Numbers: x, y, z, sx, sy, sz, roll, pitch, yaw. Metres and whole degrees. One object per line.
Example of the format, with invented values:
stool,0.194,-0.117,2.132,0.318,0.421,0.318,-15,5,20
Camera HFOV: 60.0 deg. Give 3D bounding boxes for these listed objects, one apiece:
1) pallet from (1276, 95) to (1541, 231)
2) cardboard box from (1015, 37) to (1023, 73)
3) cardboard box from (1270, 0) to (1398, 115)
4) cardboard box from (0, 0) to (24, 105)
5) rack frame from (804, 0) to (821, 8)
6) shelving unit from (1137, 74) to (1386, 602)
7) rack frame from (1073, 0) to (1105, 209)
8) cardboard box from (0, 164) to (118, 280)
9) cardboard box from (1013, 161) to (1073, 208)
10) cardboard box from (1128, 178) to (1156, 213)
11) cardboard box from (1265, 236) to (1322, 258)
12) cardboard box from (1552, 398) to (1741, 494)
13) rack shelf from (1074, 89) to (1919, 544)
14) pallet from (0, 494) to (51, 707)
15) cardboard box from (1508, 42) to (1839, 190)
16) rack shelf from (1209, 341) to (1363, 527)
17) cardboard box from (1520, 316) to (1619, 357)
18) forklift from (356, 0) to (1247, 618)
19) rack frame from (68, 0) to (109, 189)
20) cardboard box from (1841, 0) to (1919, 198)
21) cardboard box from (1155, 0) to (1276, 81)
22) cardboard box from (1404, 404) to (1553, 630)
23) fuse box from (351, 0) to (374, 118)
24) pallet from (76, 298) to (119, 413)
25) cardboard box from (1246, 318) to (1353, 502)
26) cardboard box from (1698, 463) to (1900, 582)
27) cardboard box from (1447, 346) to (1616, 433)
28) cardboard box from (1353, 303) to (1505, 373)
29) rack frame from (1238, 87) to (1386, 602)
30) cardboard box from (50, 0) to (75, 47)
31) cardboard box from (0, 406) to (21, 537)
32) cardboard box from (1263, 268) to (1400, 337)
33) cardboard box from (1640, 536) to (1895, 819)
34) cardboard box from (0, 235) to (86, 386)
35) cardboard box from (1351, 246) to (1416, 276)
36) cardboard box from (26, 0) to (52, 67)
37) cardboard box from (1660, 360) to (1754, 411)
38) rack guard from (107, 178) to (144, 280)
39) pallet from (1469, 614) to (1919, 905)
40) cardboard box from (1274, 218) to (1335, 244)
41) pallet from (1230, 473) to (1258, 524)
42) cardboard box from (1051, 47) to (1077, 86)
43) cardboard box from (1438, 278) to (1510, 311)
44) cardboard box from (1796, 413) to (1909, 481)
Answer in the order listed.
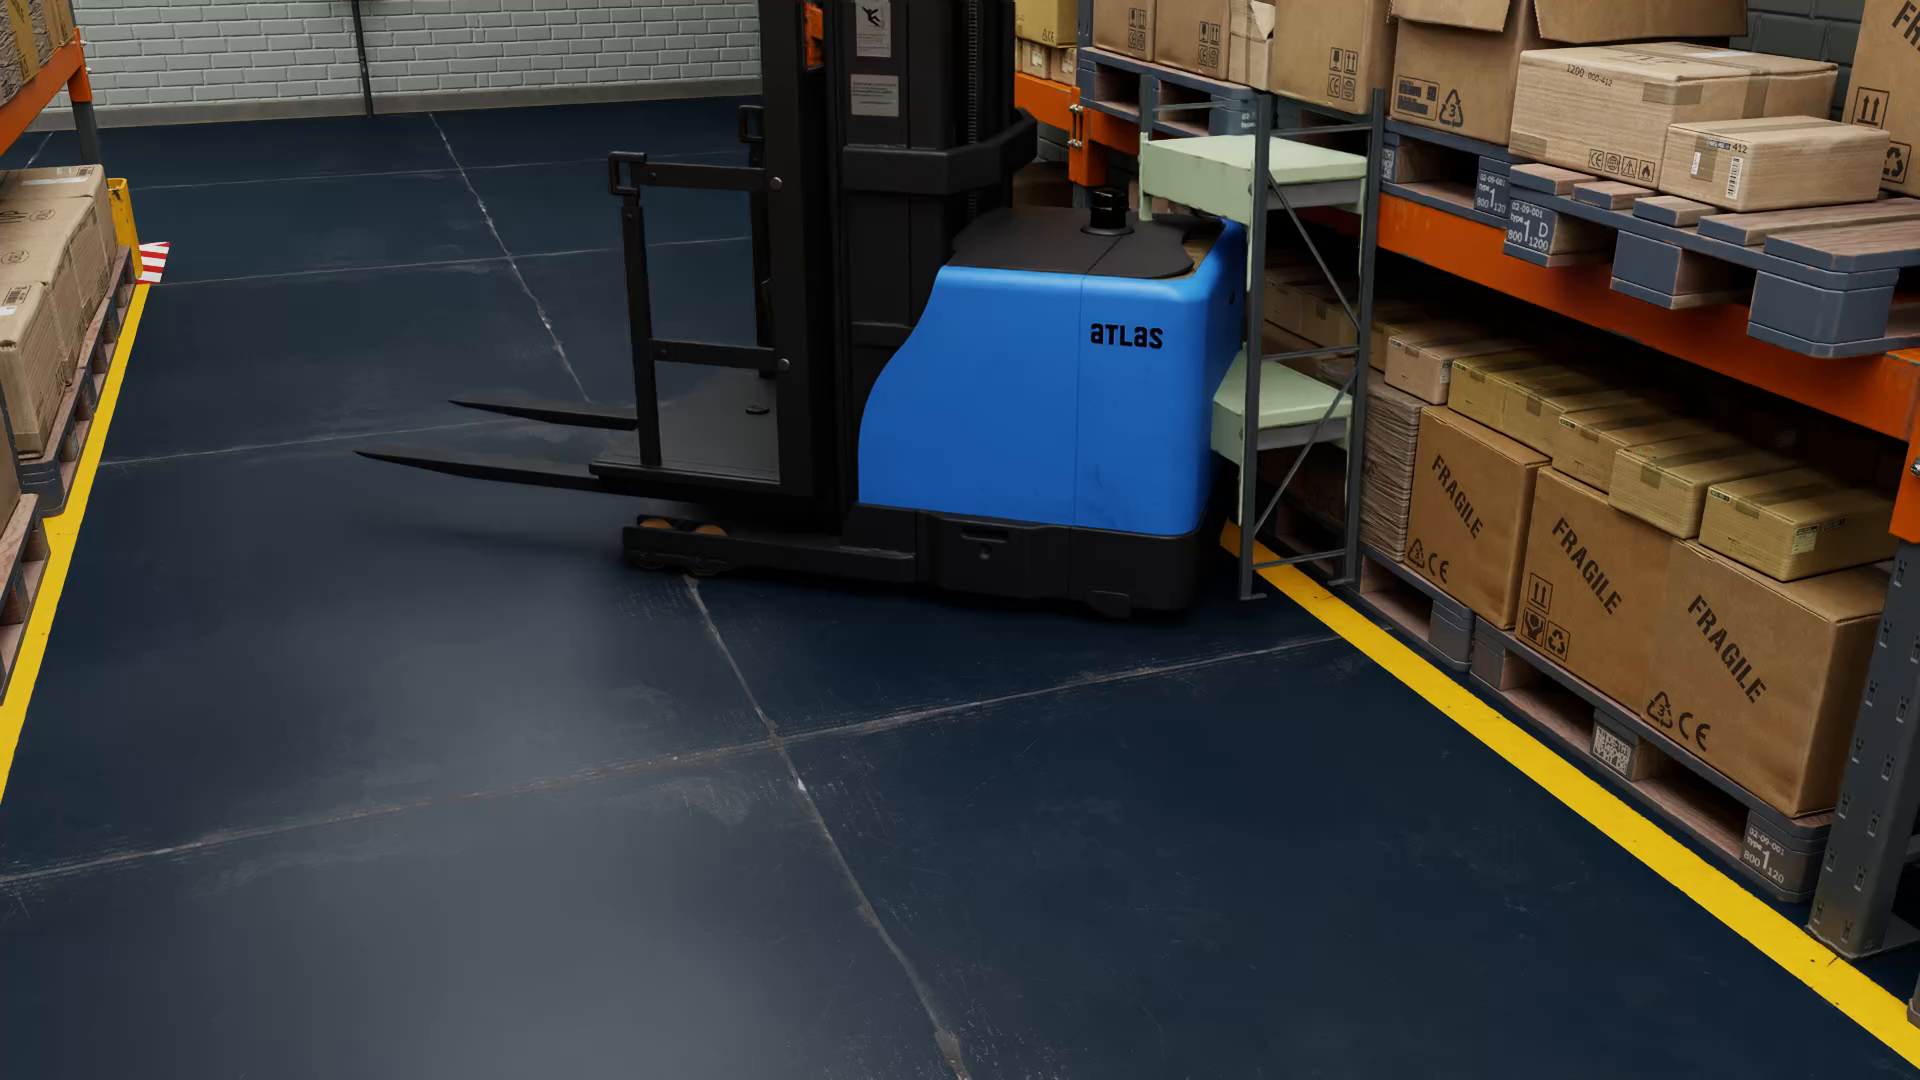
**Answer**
pallet,1.670,-1.177,4.928,1.003,0.211,1.213,-8,24,-19
cardboard box,0.373,-2.161,7.339,0.380,0.149,0.250,-8,24,-18
cardboard box,1.370,-1.573,4.950,0.700,0.500,0.500,-8,24,-19
cardboard box,-3.958,-1.948,6.381,0.500,0.500,0.500,-8,24,-19
rack frame,-0.465,-3.466,10.112,1.000,3.000,0.127,-8,24,-19
shelving unit,0.899,-0.663,5.209,0.431,1.500,0.755,-9,22,-18
rack frame,0.948,-2.013,6.664,1.000,3.000,0.127,-8,24,-19
cardboard box,-4.780,-1.571,8.373,0.875,0.438,0.875,-9,25,-21
cardboard box,0.295,-1.580,8.313,0.700,0.500,0.500,-9,25,-21
cardboard box,0.883,-1.332,6.508,0.380,0.149,0.250,-9,24,-20
cardboard box,1.098,-1.005,6.115,0.380,0.149,0.250,-10,25,-22
cardboard box,1.773,-0.241,4.303,0.380,0.149,0.250,-9,25,-21
rack shelf,1.655,-0.955,5.079,1.077,0.370,4.000,-8,24,-19
pallet,-3.351,0.225,4.945,1.003,0.211,1.213,-8,24,-19
cardboard box,1.686,-1.023,3.967,0.500,0.250,0.500,-10,25,-21
rack shelf,0.907,-0.358,5.324,0.431,0.370,0.720,-9,22,-18
cardboard box,1.962,-0.595,5.142,0.380,0.149,0.250,-8,24,-19
forklift,-0.610,-1.420,5.345,3.031,2.935,1.130,6,24,15
rack frame,-5.107,-2.784,8.493,1.000,3.000,0.127,-8,24,-19
cardboard box,2.326,-1.008,3.609,0.500,0.500,0.500,-7,24,-17
cardboard box,1.093,-1.858,5.626,0.700,0.500,0.500,-8,24,-18
cardboard box,1.657,-0.098,4.799,0.500,0.500,0.500,-7,24,-17
fuse box,-5.104,-4.471,14.155,0.539,1.711,0.414,-8,24,-19
pallet,-4.324,-0.776,7.321,1.003,0.211,1.213,-8,24,-19
cardboard box,1.278,-0.474,5.690,0.500,0.500,0.500,-9,25,-21
cardboard box,1.950,-0.045,3.837,0.380,0.149,0.250,-10,25,-22
cardboard box,1.633,-0.434,4.760,0.380,0.149,0.250,-9,24,-20
cardboard box,1.469,-0.627,5.217,0.380,0.149,0.250,-8,24,-19
rack frame,1.025,-0.545,4.886,0.400,1.500,0.023,-9,22,-18
cardboard box,-4.689,-2.691,8.144,0.500,0.500,0.500,-8,24,-19
cardboard box,-3.400,-0.331,4.867,0.875,0.875,0.875,-8,24,-17
cardboard box,1.261,-0.811,5.655,0.380,0.149,0.250,-8,24,-19
cardboard box,2.011,0.275,3.914,0.500,0.500,0.500,-8,24,-17
cardboard box,-4.132,-0.911,6.808,0.875,0.438,0.875,-9,25,-21
cardboard box,1.655,-0.988,6.074,0.380,0.149,0.250,-10,25,-22
cardboard box,-4.335,-2.321,7.266,0.500,0.500,0.500,-8,24,-17
cardboard box,2.228,-0.423,4.735,0.380,0.149,0.250,-10,25,-21
rack guard,-5.116,-1.641,8.999,1.175,0.500,0.348,-8,24,-19
pallet,2.133,0.449,4.413,1.003,0.211,1.213,-8,24,-19
cardboard box,1.446,-1.164,6.493,0.380,0.149,0.250,-8,24,-19
pallet,1.271,-0.437,6.516,1.003,0.211,1.213,-8,24,-19
cardboard box,0.599,-1.978,6.905,0.380,0.149,0.250,-8,24,-18
cardboard box,1.845,-0.795,5.616,0.380,0.149,0.250,-8,24,-18
cardboard box,2.400,-0.232,4.282,0.380,0.149,0.250,-8,24,-17
